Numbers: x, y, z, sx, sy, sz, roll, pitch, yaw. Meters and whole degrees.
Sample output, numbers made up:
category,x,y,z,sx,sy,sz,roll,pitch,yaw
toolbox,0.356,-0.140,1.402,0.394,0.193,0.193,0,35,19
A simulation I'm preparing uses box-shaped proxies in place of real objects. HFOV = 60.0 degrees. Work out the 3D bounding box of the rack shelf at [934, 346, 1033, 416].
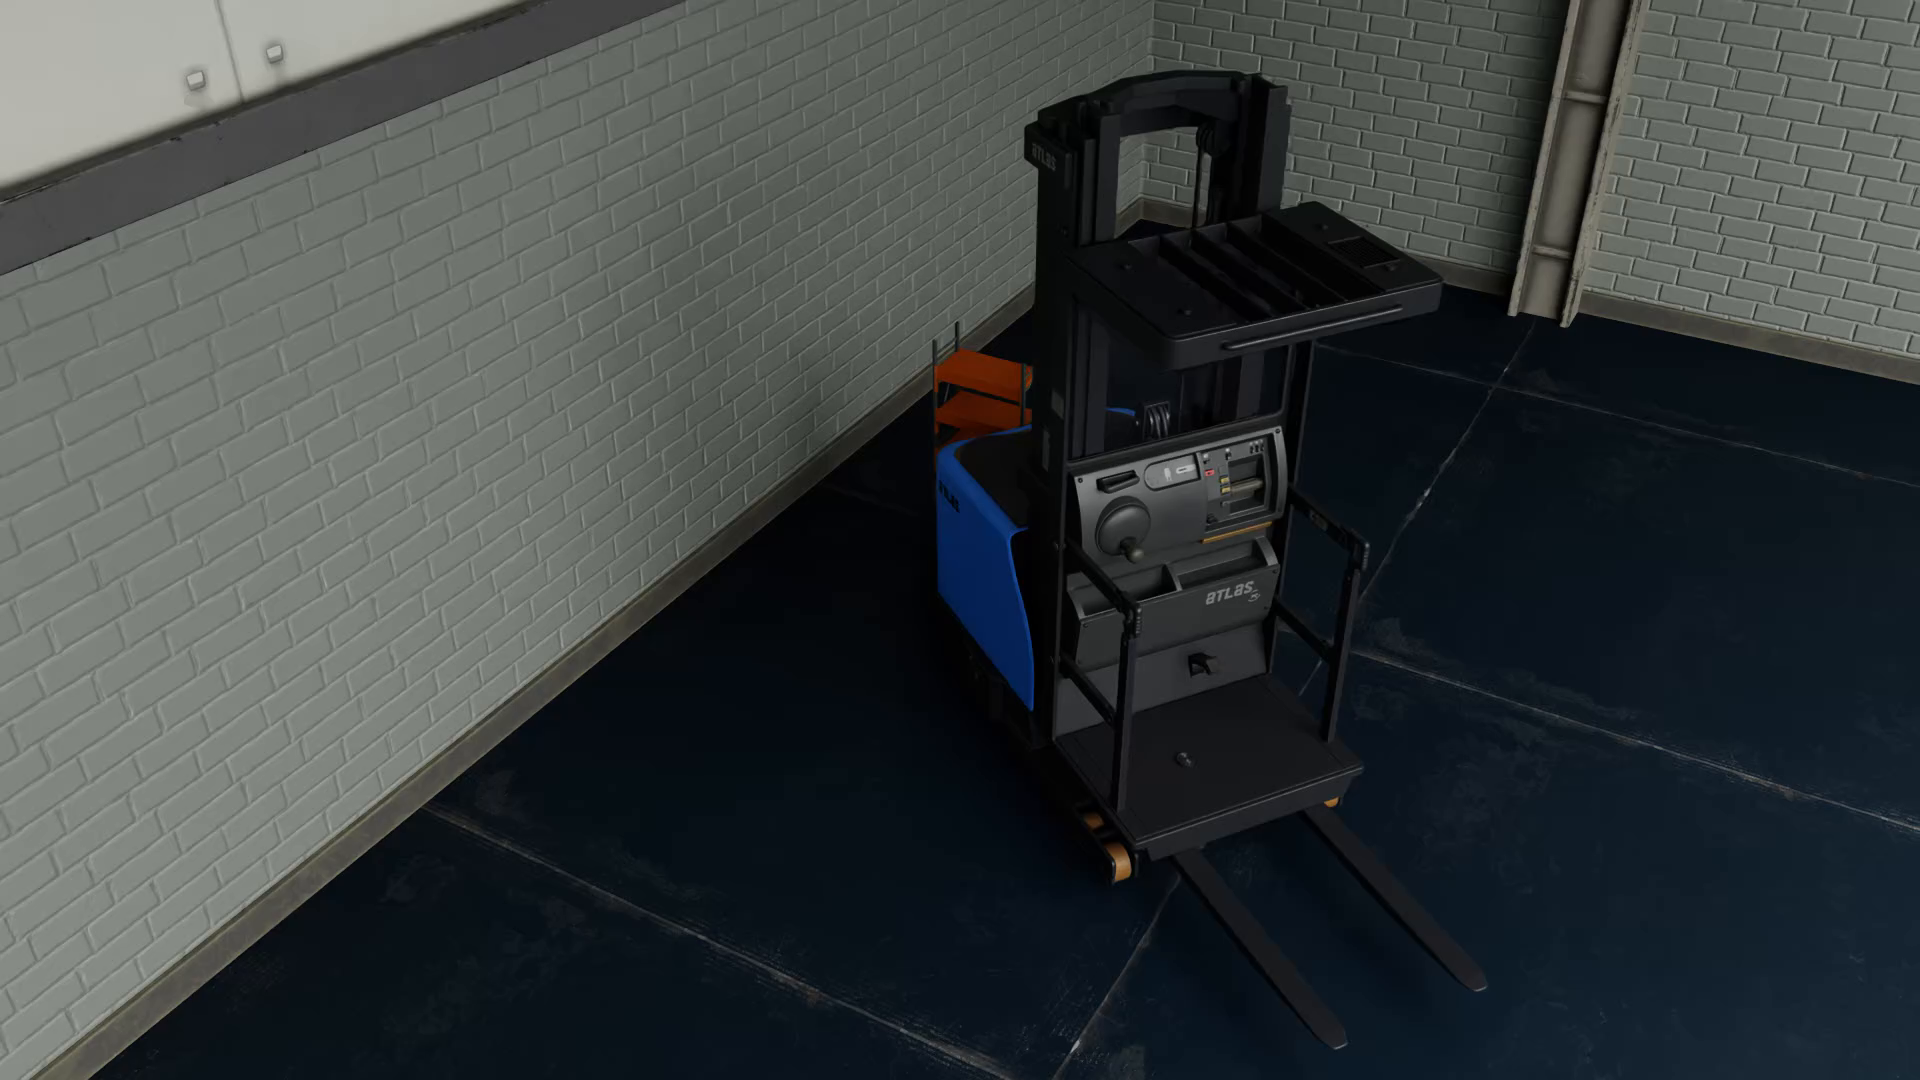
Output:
category,x,y,z,sx,sy,sz,roll,pitch,yaw
rack shelf,0.144,-0.781,8.131,0.480,0.148,0.258,18,37,24

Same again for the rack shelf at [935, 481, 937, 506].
category,x,y,z,sx,sy,sz,roll,pitch,yaw
rack shelf,0.144,-0.233,8.496,0.480,0.148,0.258,18,37,24

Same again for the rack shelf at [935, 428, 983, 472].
category,x,y,z,sx,sy,sz,roll,pitch,yaw
rack shelf,0.144,-0.398,8.386,0.480,0.148,0.258,18,37,24

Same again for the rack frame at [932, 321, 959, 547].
category,x,y,z,sx,sy,sz,roll,pitch,yaw
rack frame,-0.068,-0.521,8.450,0.015,1.200,0.240,18,37,24

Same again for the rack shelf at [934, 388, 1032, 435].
category,x,y,z,sx,sy,sz,roll,pitch,yaw
rack shelf,0.144,-0.584,8.262,0.480,0.148,0.258,18,37,24

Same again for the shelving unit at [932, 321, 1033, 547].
category,x,y,z,sx,sy,sz,roll,pitch,yaw
shelving unit,0.144,-0.454,8.349,0.503,1.200,0.258,18,37,24

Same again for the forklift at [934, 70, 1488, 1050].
category,x,y,z,sx,sy,sz,roll,pitch,yaw
forklift,0.954,-0.121,6.287,1.130,2.935,3.031,-14,36,-20

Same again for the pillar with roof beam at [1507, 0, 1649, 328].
category,x,y,z,sx,sy,sz,roll,pitch,yaw
pillar with roof beam,1.723,-3.183,5.410,0.400,9.000,9.100,18,37,24

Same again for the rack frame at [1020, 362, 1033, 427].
category,x,y,z,sx,sy,sz,roll,pitch,yaw
rack frame,0.356,-0.387,8.248,0.015,1.200,0.240,18,37,24
